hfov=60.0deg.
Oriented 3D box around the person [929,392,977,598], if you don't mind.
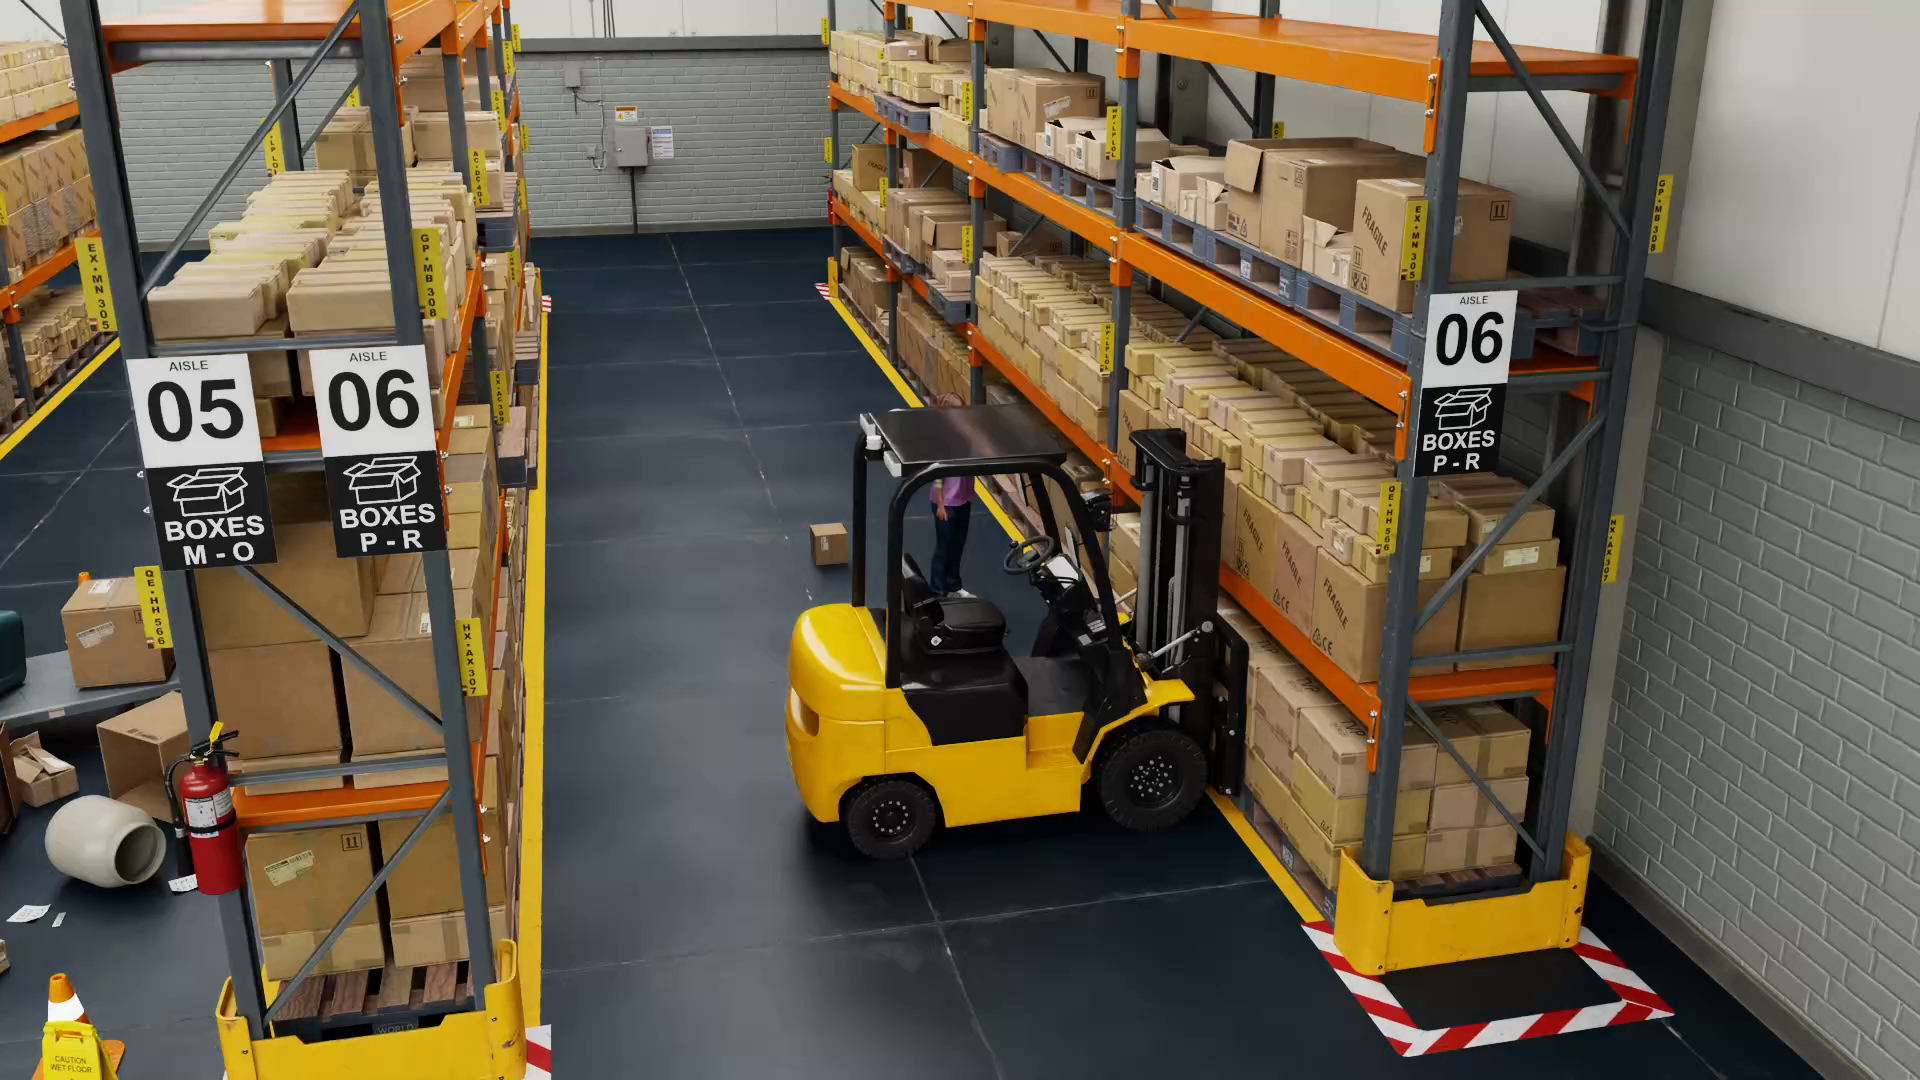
[{"bbox_3d":[-0.055,-0.274,11.832,0.308,1.604,0.403,11,22,27],"label":"person"}]
